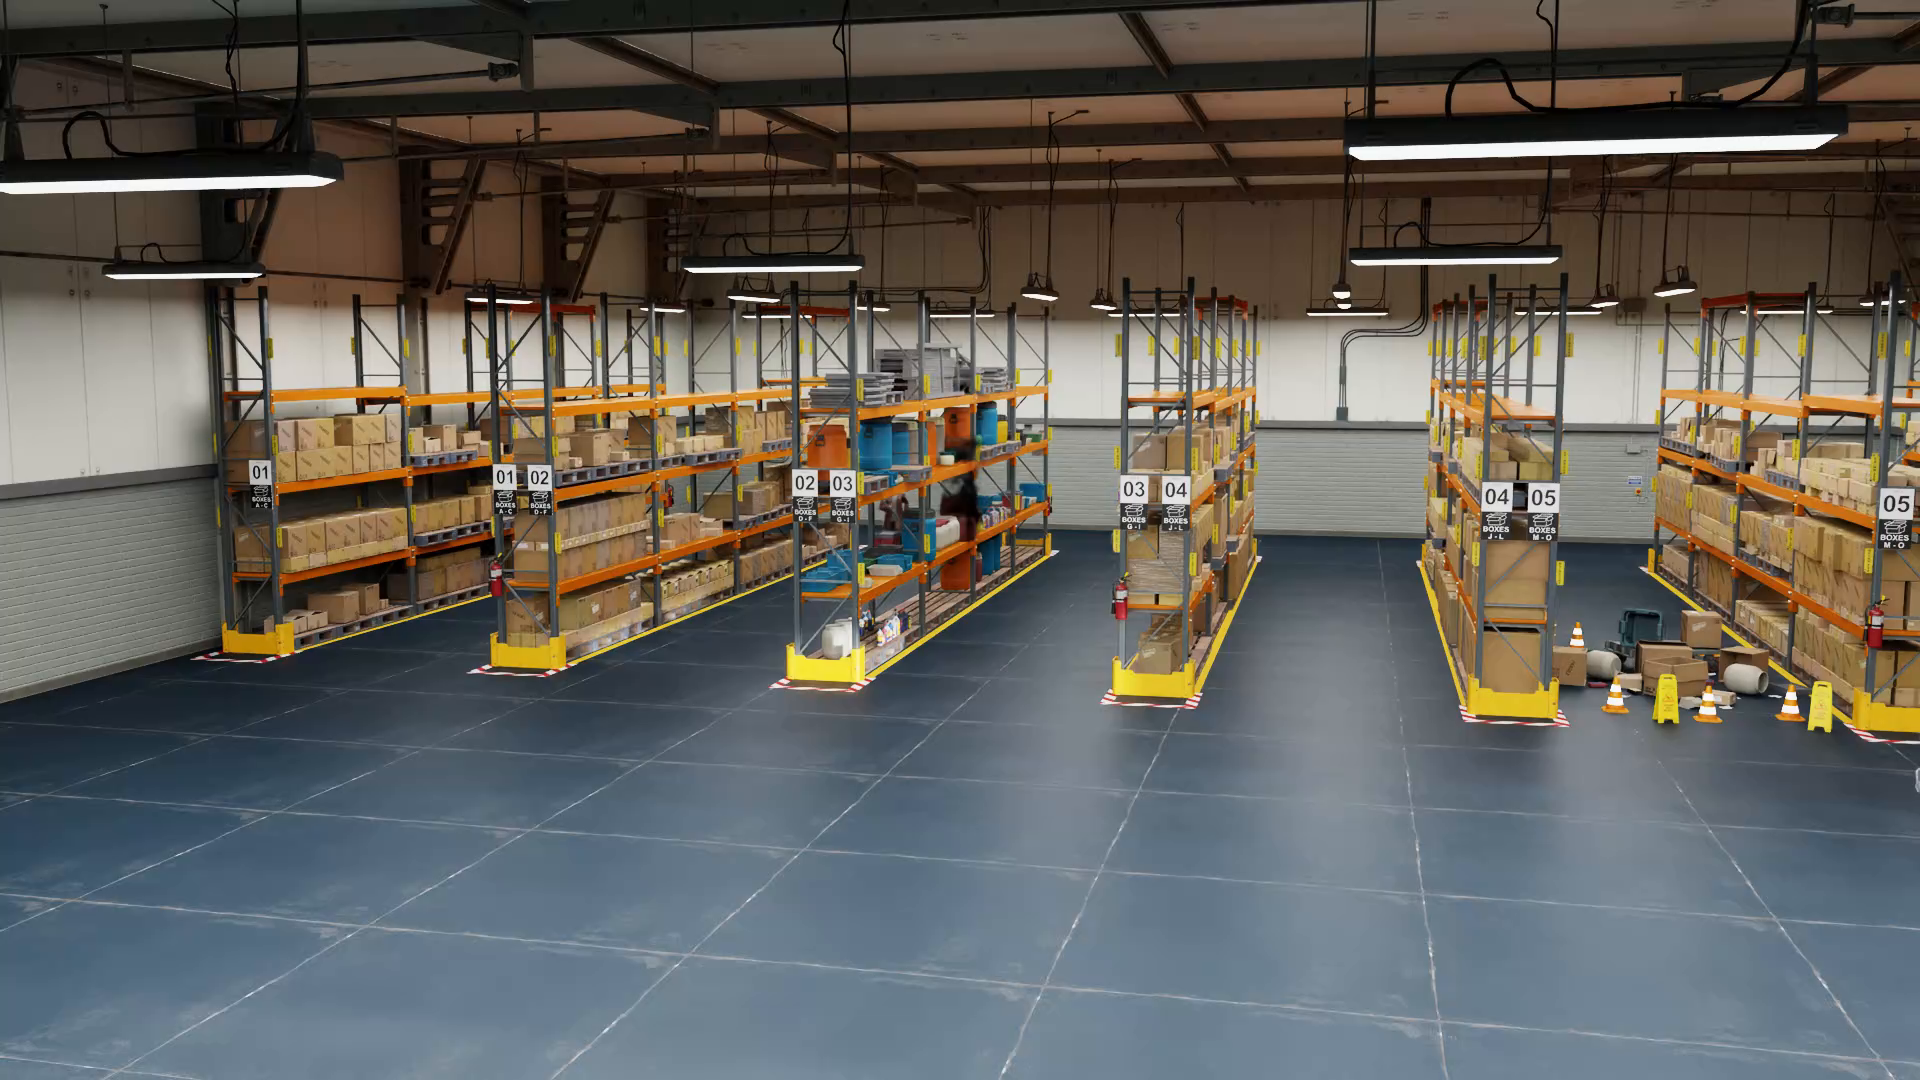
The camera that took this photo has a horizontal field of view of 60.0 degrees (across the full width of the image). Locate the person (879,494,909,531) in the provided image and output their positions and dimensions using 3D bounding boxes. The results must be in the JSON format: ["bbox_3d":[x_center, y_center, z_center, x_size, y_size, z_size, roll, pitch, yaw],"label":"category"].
[{"bbox_3d":[-1.589,-0.489,39.925,0.713,1.748,1.070,0,7,0],"label":"person"}]
